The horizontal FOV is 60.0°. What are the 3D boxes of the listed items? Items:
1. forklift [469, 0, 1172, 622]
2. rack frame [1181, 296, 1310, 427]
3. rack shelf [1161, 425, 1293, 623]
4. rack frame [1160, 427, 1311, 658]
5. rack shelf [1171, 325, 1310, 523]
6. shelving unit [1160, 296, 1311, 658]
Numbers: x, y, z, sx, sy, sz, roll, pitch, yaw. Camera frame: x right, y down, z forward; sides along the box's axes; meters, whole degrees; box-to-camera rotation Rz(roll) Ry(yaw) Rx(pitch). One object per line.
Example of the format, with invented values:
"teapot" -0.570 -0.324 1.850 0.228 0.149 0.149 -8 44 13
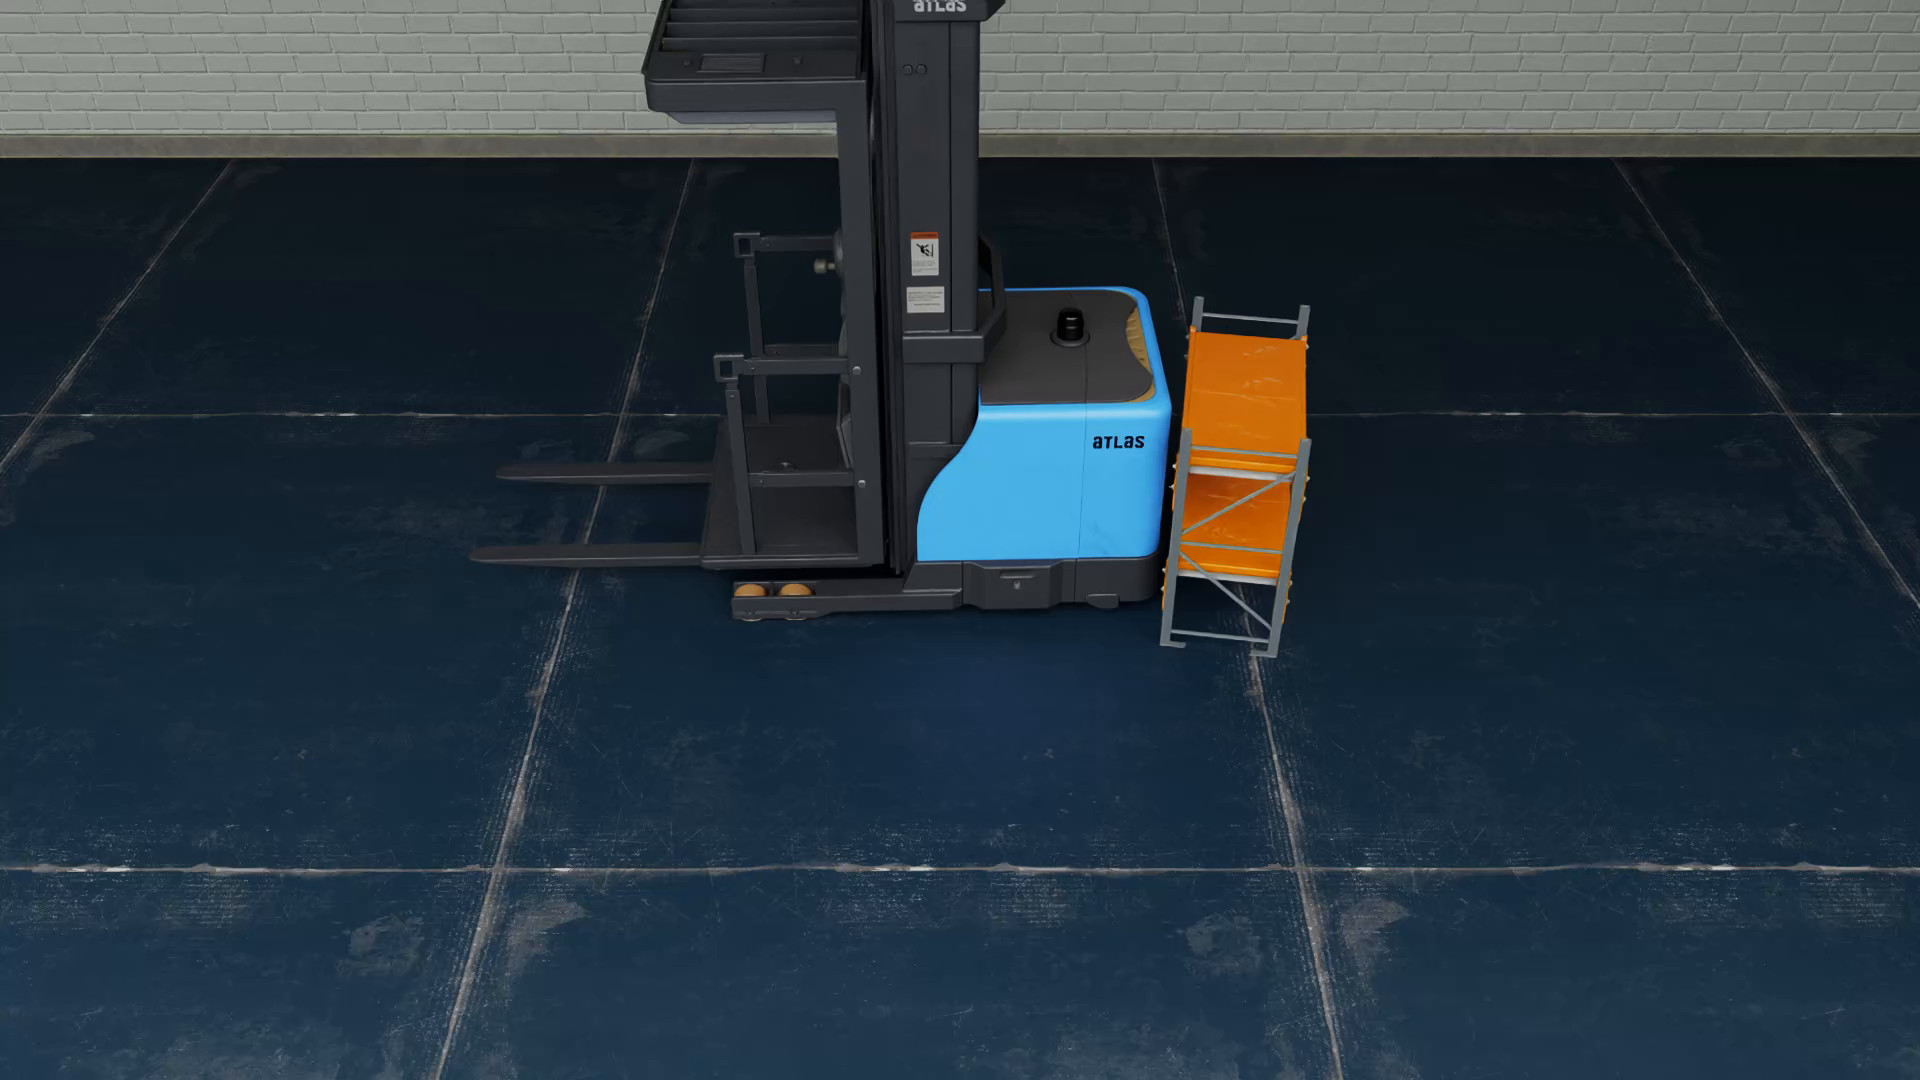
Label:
"forklift" -0.650 -1.122 6.806 3.031 2.935 1.130 -1 39 -1
"rack frame" 1.271 -0.595 7.593 0.500 1.125 0.032 6 39 7
"rack shelf" 1.191 -0.090 7.354 0.538 0.278 1.000 6 39 7
"rack frame" 1.111 0.033 6.809 0.500 1.125 0.032 6 39 7
"rack shelf" 1.191 -0.509 7.018 0.538 0.278 1.000 6 39 7
"shelving unit" 1.191 -0.281 7.201 0.538 1.125 1.048 6 39 7
